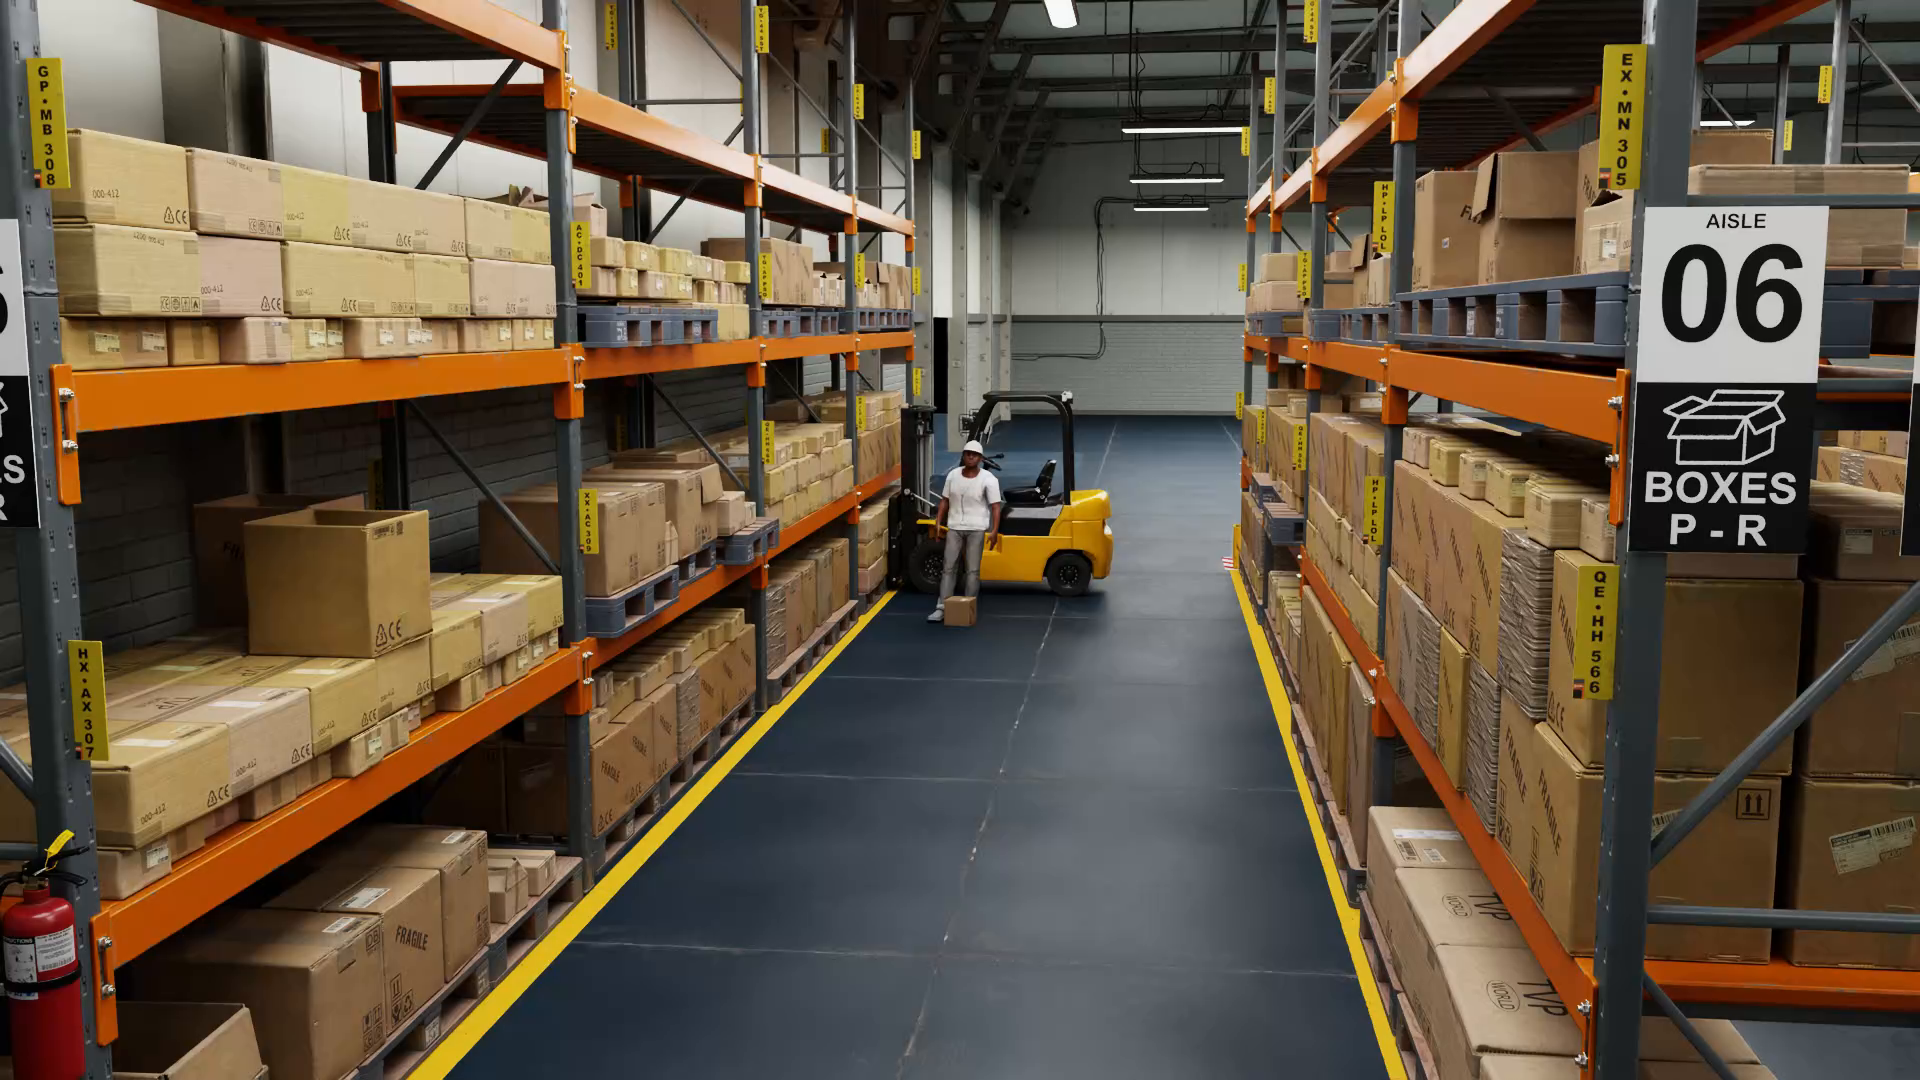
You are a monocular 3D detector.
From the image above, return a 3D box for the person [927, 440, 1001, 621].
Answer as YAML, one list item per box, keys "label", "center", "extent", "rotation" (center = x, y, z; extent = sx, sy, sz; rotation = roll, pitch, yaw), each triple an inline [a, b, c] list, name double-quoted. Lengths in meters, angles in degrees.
- label: "person"
  center: [0.045, -0.090, 16.312]
  extent: [0.666, 1.765, 0.577]
  rotation: [3, 8, 20]
